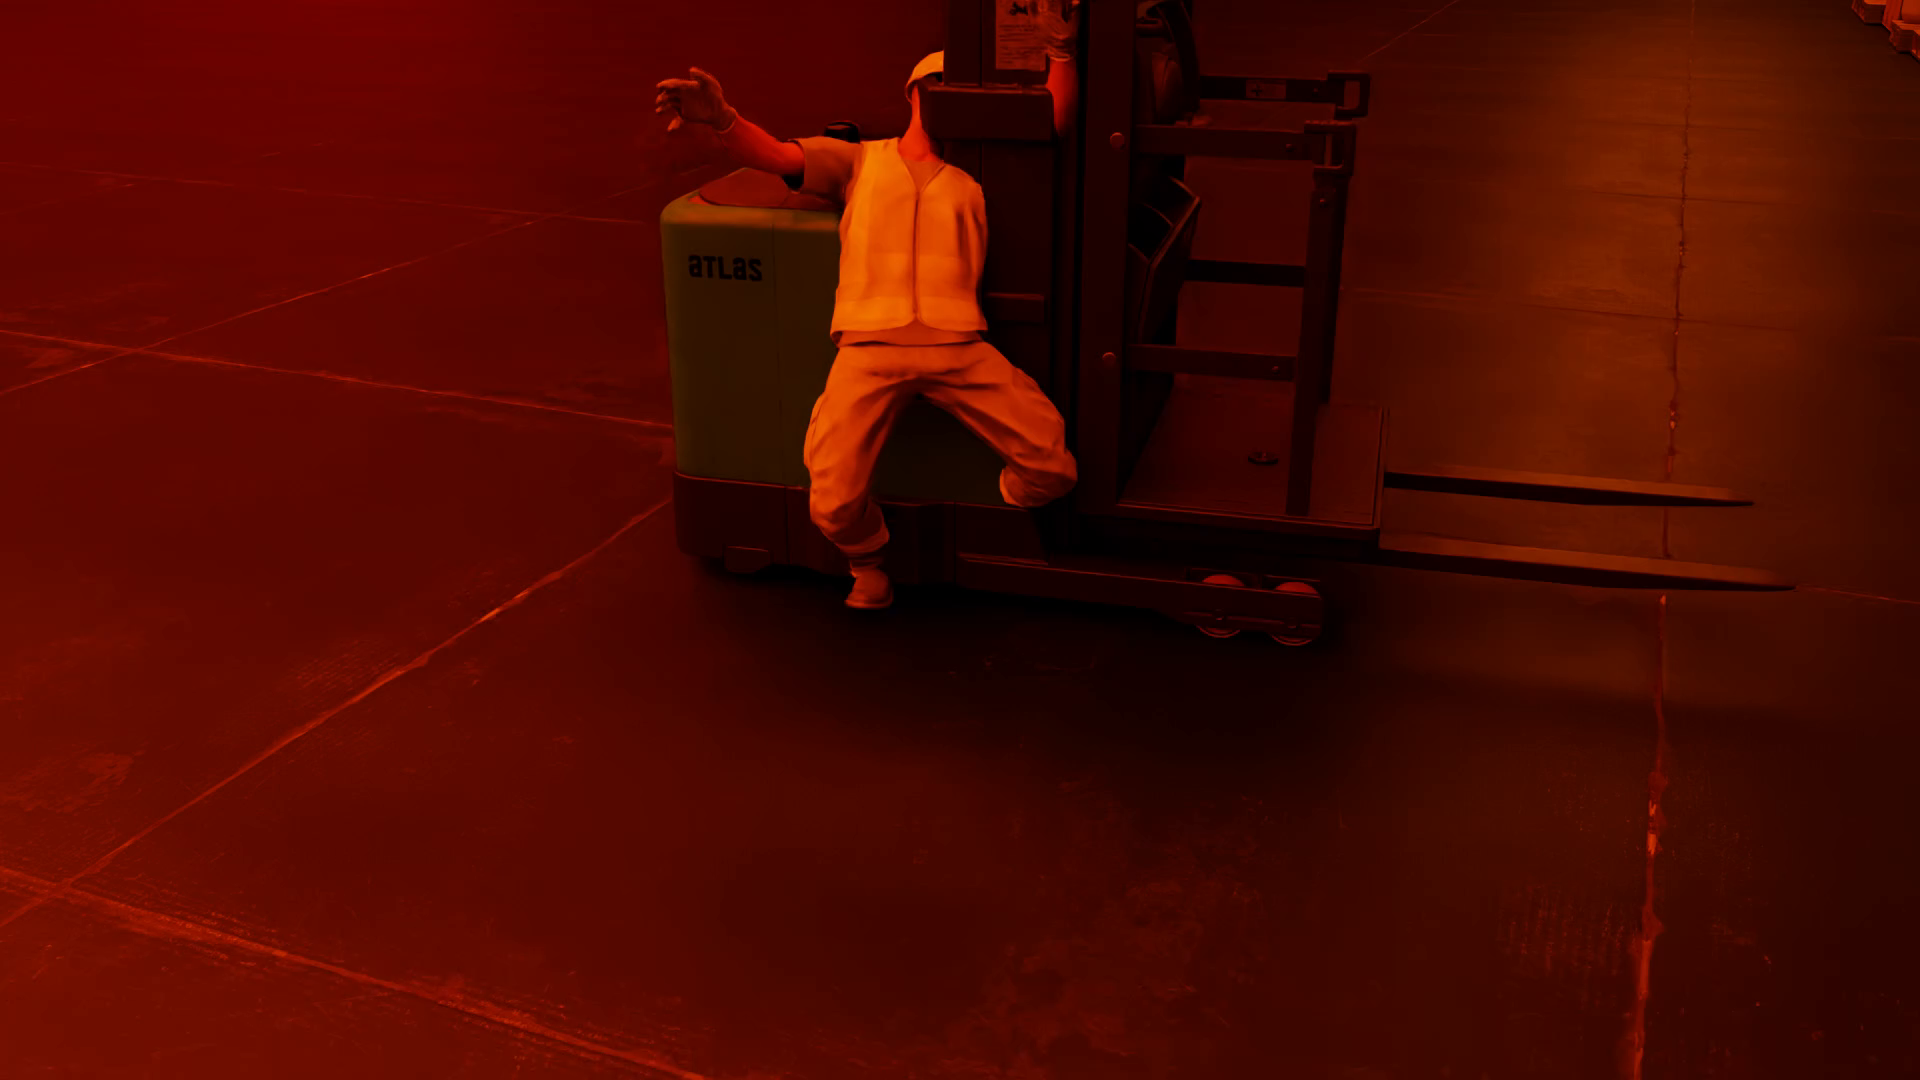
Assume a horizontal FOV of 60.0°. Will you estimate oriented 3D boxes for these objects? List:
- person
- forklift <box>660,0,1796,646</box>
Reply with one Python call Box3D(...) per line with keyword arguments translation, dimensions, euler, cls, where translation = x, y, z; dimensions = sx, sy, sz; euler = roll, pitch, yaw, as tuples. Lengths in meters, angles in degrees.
Box3D(translation=(-0.233, -0.616, 4.364), dimensions=(1.052, 1.658, 0.723), euler=(-4, 23, -10), cls="person")
Box3D(translation=(0.744, -1.298, 4.397), dimensions=(3.031, 2.935, 1.130), euler=(6, 23, 14), cls="forklift")
